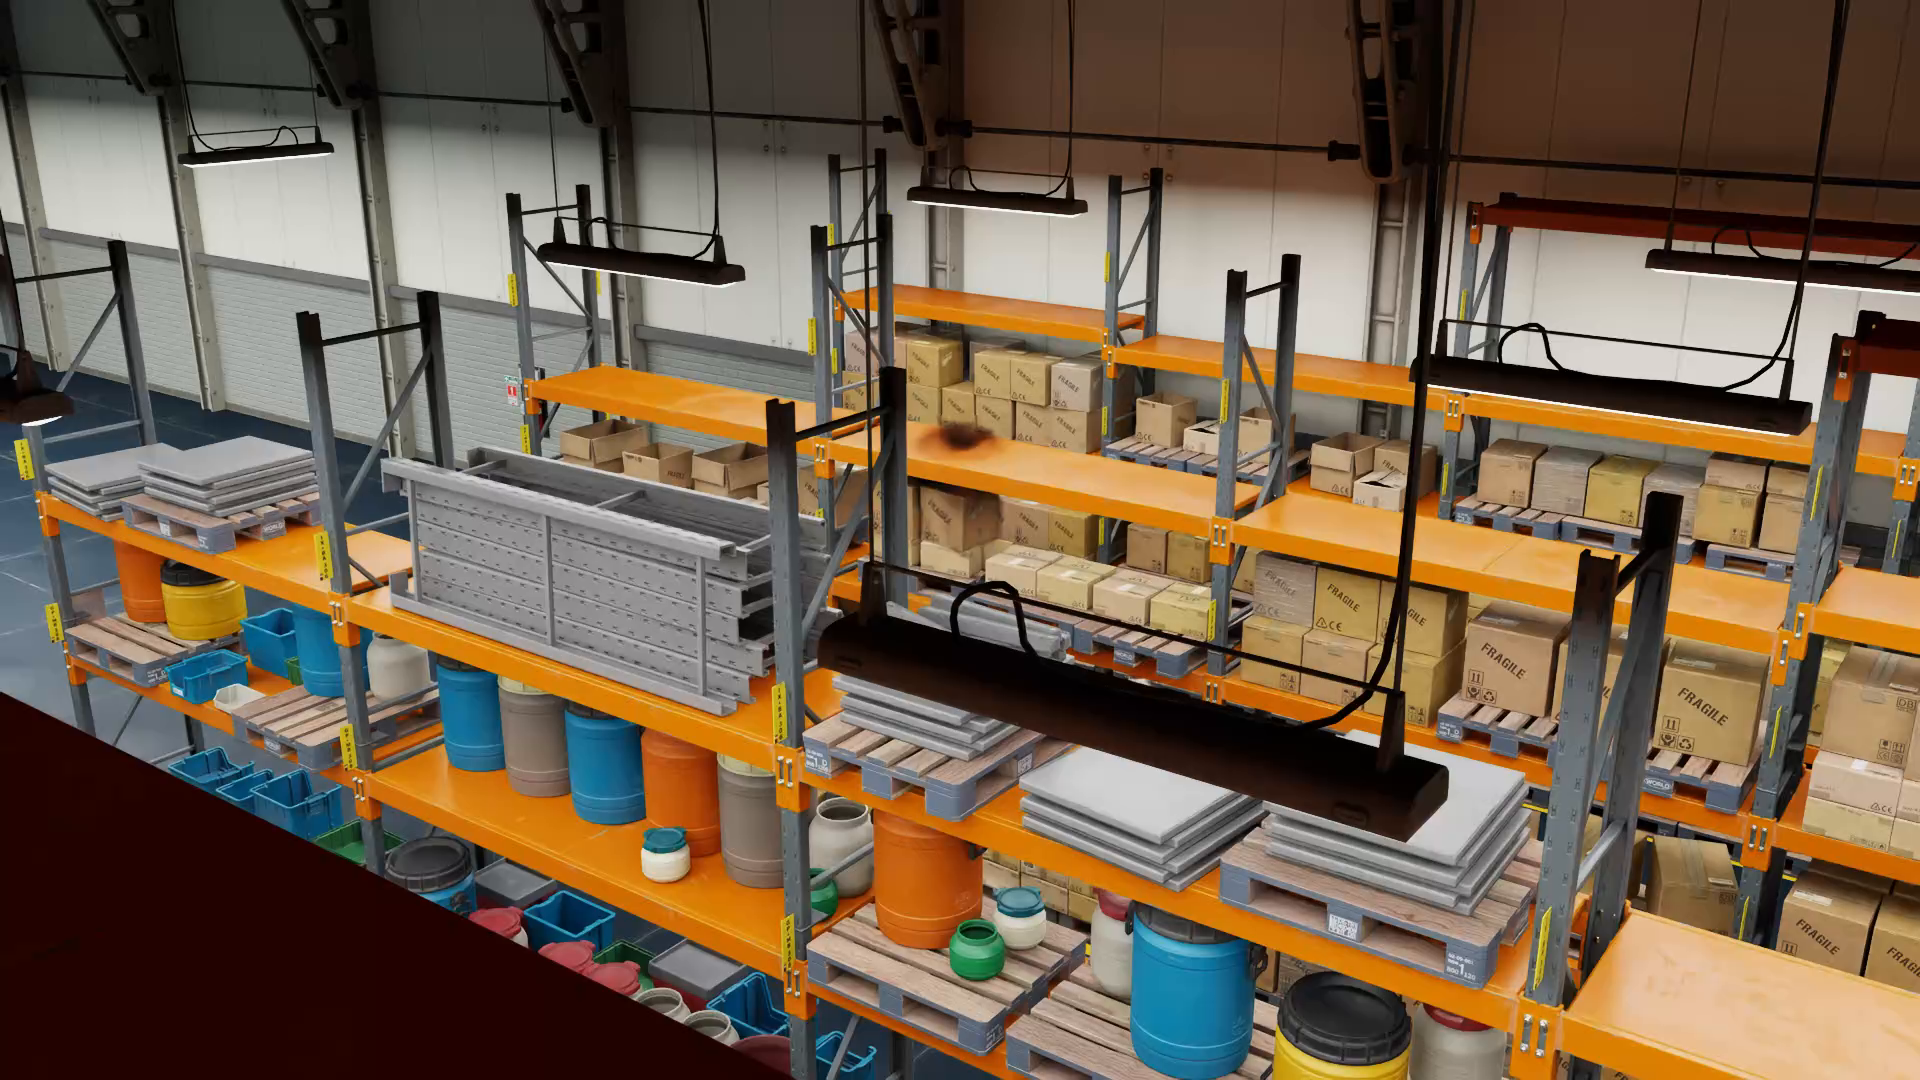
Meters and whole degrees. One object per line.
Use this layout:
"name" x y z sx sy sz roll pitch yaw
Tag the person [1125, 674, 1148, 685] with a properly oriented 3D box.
"person" 1.642 1.898 16.728 1.048 1.712 0.531 13 23 34
